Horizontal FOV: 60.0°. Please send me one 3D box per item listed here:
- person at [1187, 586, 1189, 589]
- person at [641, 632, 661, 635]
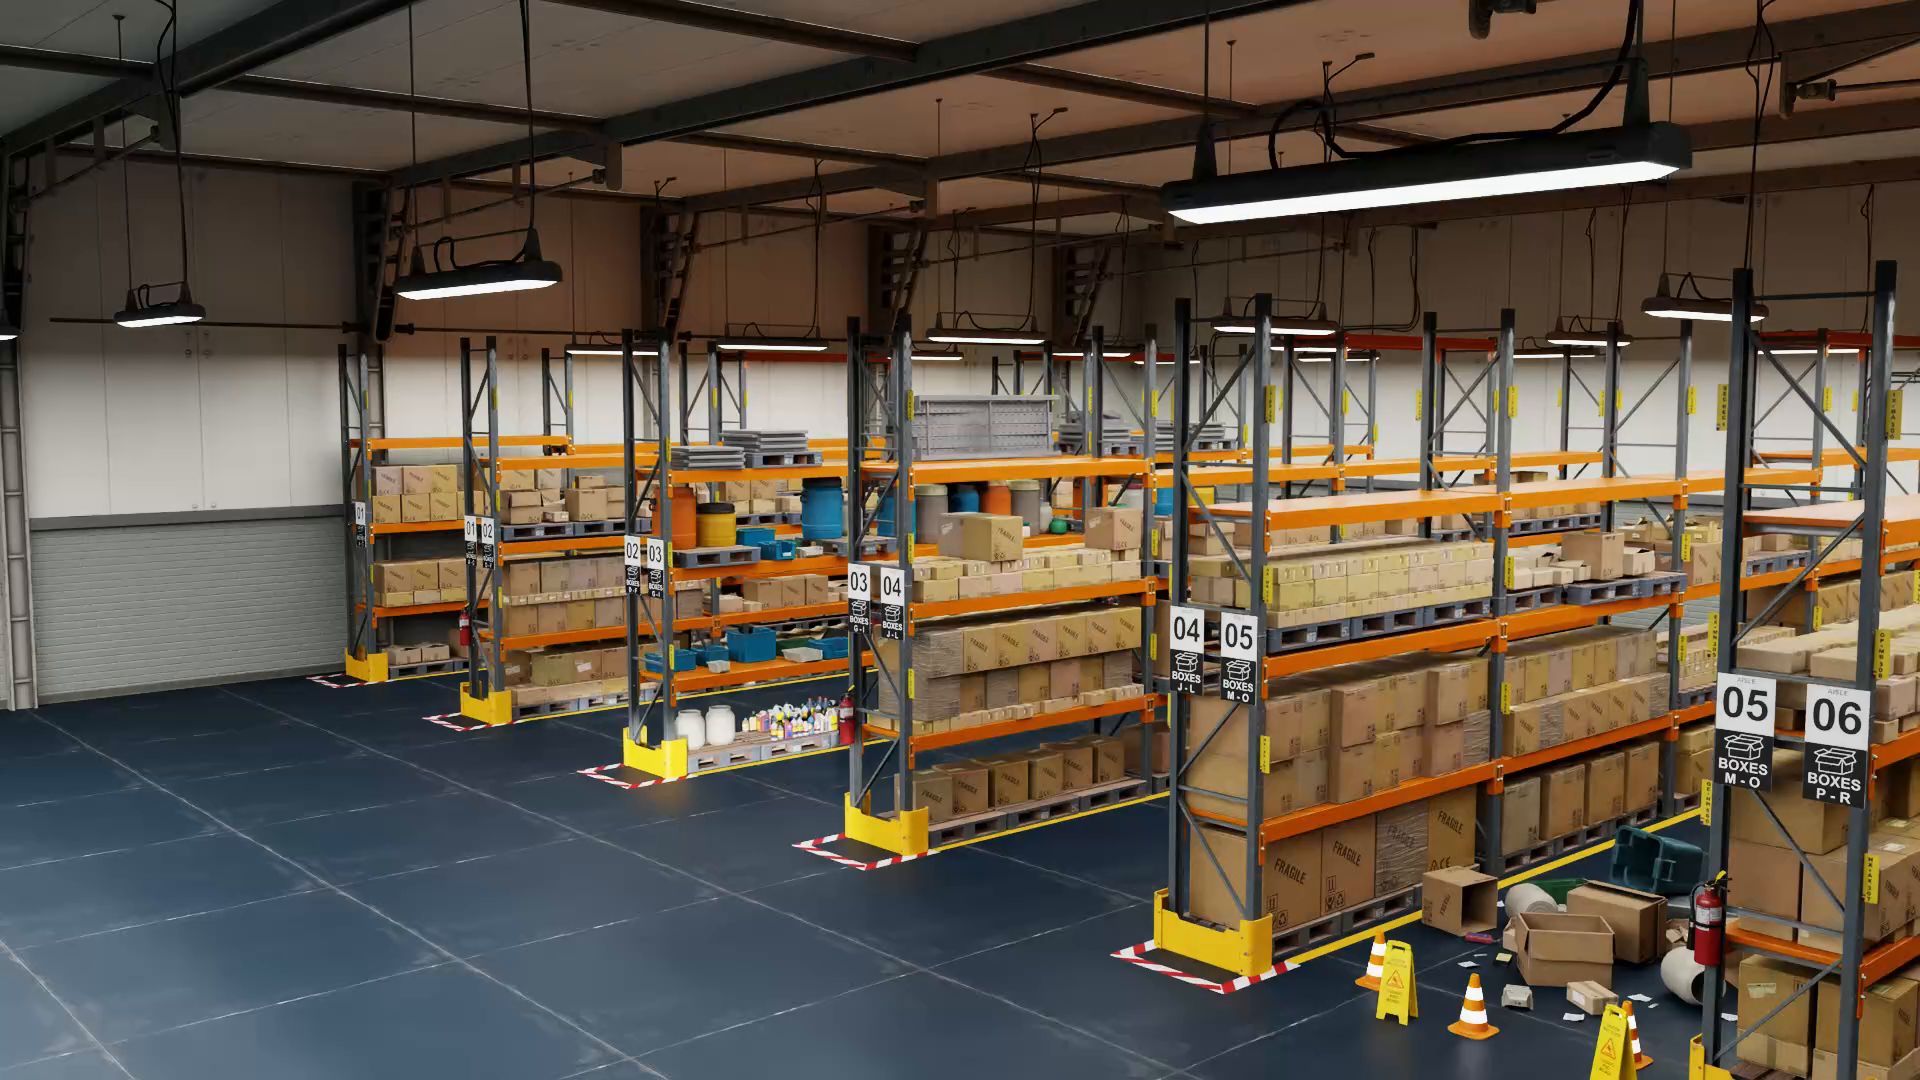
[{"bbox_3d":[4.992,1.203,35.011,0.647,1.747,0.603,4,6,35],"label":"person"},{"bbox_3d":[-5.822,1.549,31.725,0.619,1.628,1.002,4,7,40],"label":"person"}]
